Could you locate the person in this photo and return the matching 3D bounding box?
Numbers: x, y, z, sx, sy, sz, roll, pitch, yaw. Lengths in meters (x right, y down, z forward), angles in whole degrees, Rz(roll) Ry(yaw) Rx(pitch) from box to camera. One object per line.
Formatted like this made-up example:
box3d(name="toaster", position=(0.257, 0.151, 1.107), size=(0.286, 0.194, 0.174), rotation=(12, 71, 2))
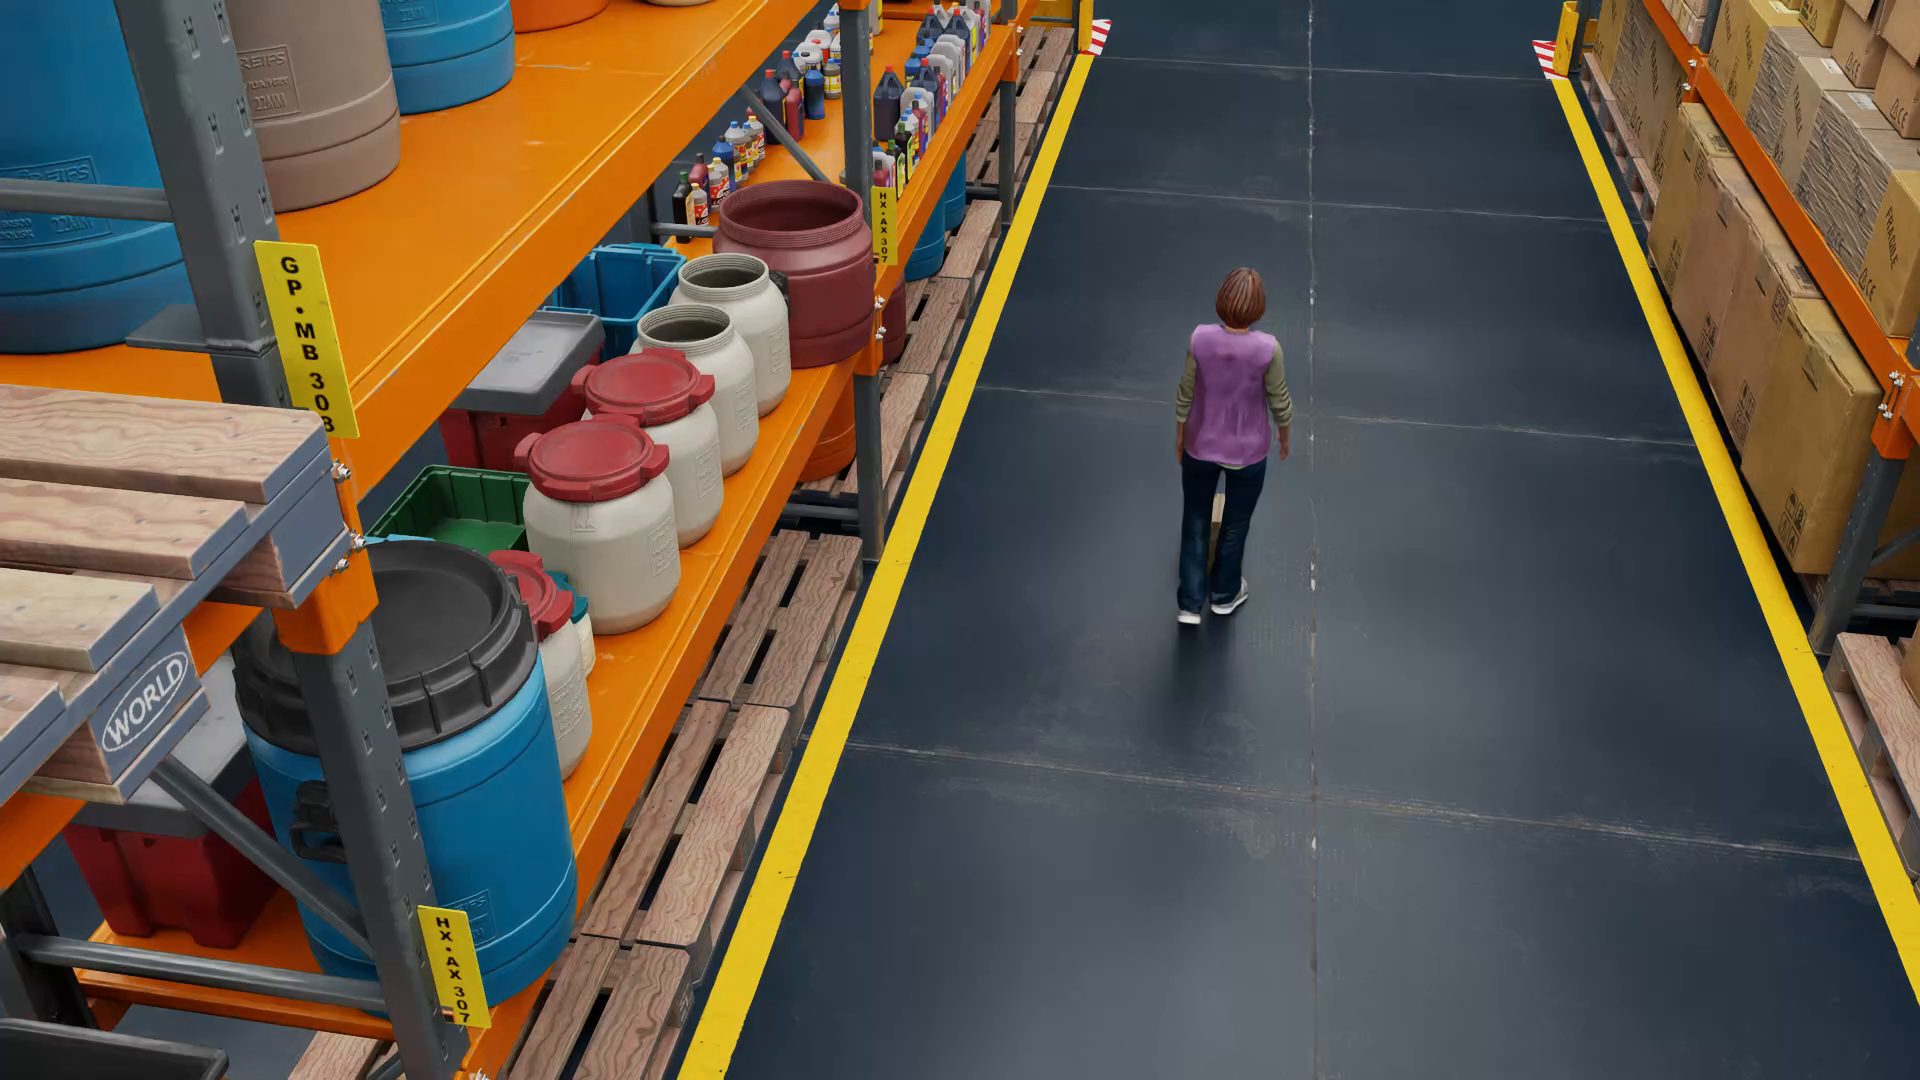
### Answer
box3d(name="person", position=(1.088, -0.346, 6.723), size=(0.461, 1.665, 0.422), rotation=(9, 34, 14))
